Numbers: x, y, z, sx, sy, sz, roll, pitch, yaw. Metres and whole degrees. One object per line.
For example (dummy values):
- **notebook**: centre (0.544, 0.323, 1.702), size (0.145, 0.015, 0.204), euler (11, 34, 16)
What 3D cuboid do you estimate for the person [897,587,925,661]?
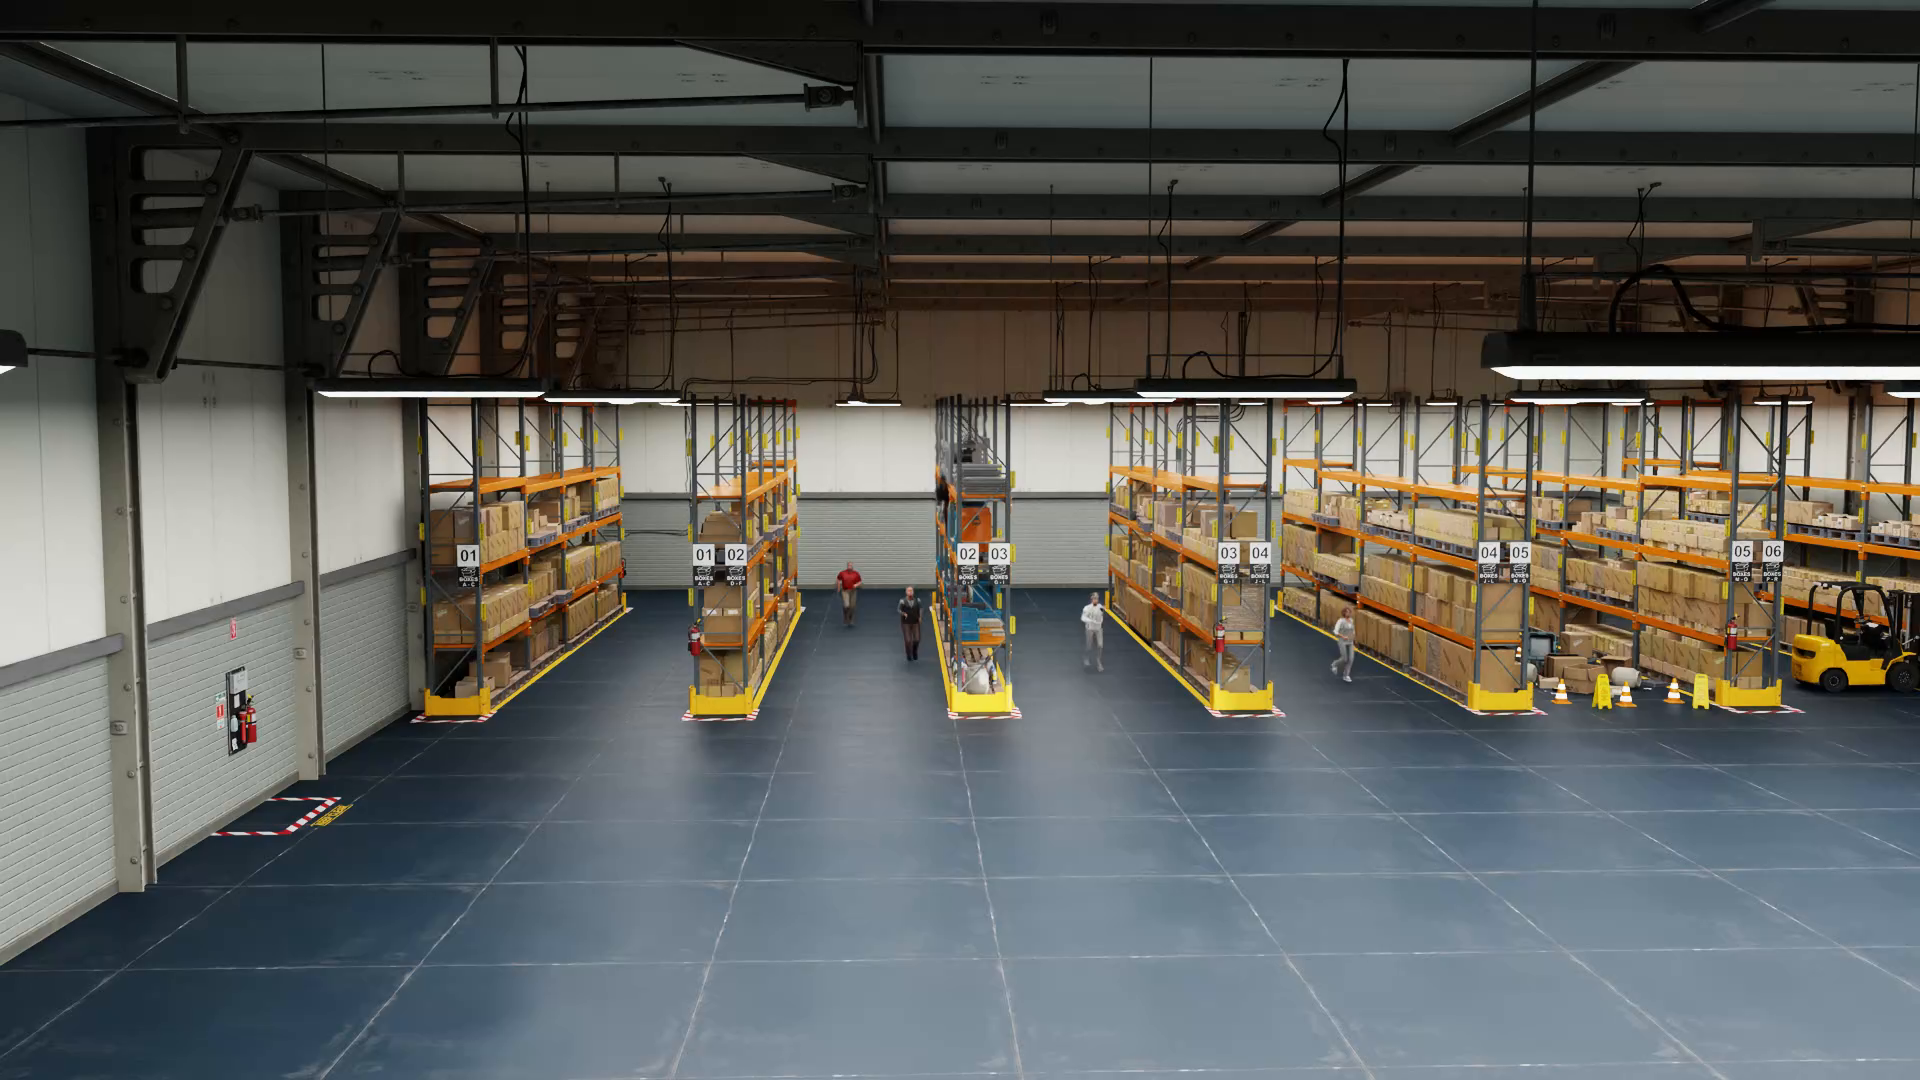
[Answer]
- **person**: centre (-1.098, 1.908, 37.634), size (0.647, 1.682, 0.602), euler (-1, 5, -8)

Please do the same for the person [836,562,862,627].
- **person**: centre (-2.906, 1.434, 43.752), size (0.633, 1.732, 0.789), euler (-1, 5, -11)

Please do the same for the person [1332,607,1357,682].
- **person**: centre (8.112, 2.187, 35.057), size (0.542, 1.559, 0.616), euler (-2, 5, -24)

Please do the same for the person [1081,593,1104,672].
- **person**: centre (2.922, 1.993, 36.580), size (0.562, 1.719, 0.857), euler (-1, 5, -10)
